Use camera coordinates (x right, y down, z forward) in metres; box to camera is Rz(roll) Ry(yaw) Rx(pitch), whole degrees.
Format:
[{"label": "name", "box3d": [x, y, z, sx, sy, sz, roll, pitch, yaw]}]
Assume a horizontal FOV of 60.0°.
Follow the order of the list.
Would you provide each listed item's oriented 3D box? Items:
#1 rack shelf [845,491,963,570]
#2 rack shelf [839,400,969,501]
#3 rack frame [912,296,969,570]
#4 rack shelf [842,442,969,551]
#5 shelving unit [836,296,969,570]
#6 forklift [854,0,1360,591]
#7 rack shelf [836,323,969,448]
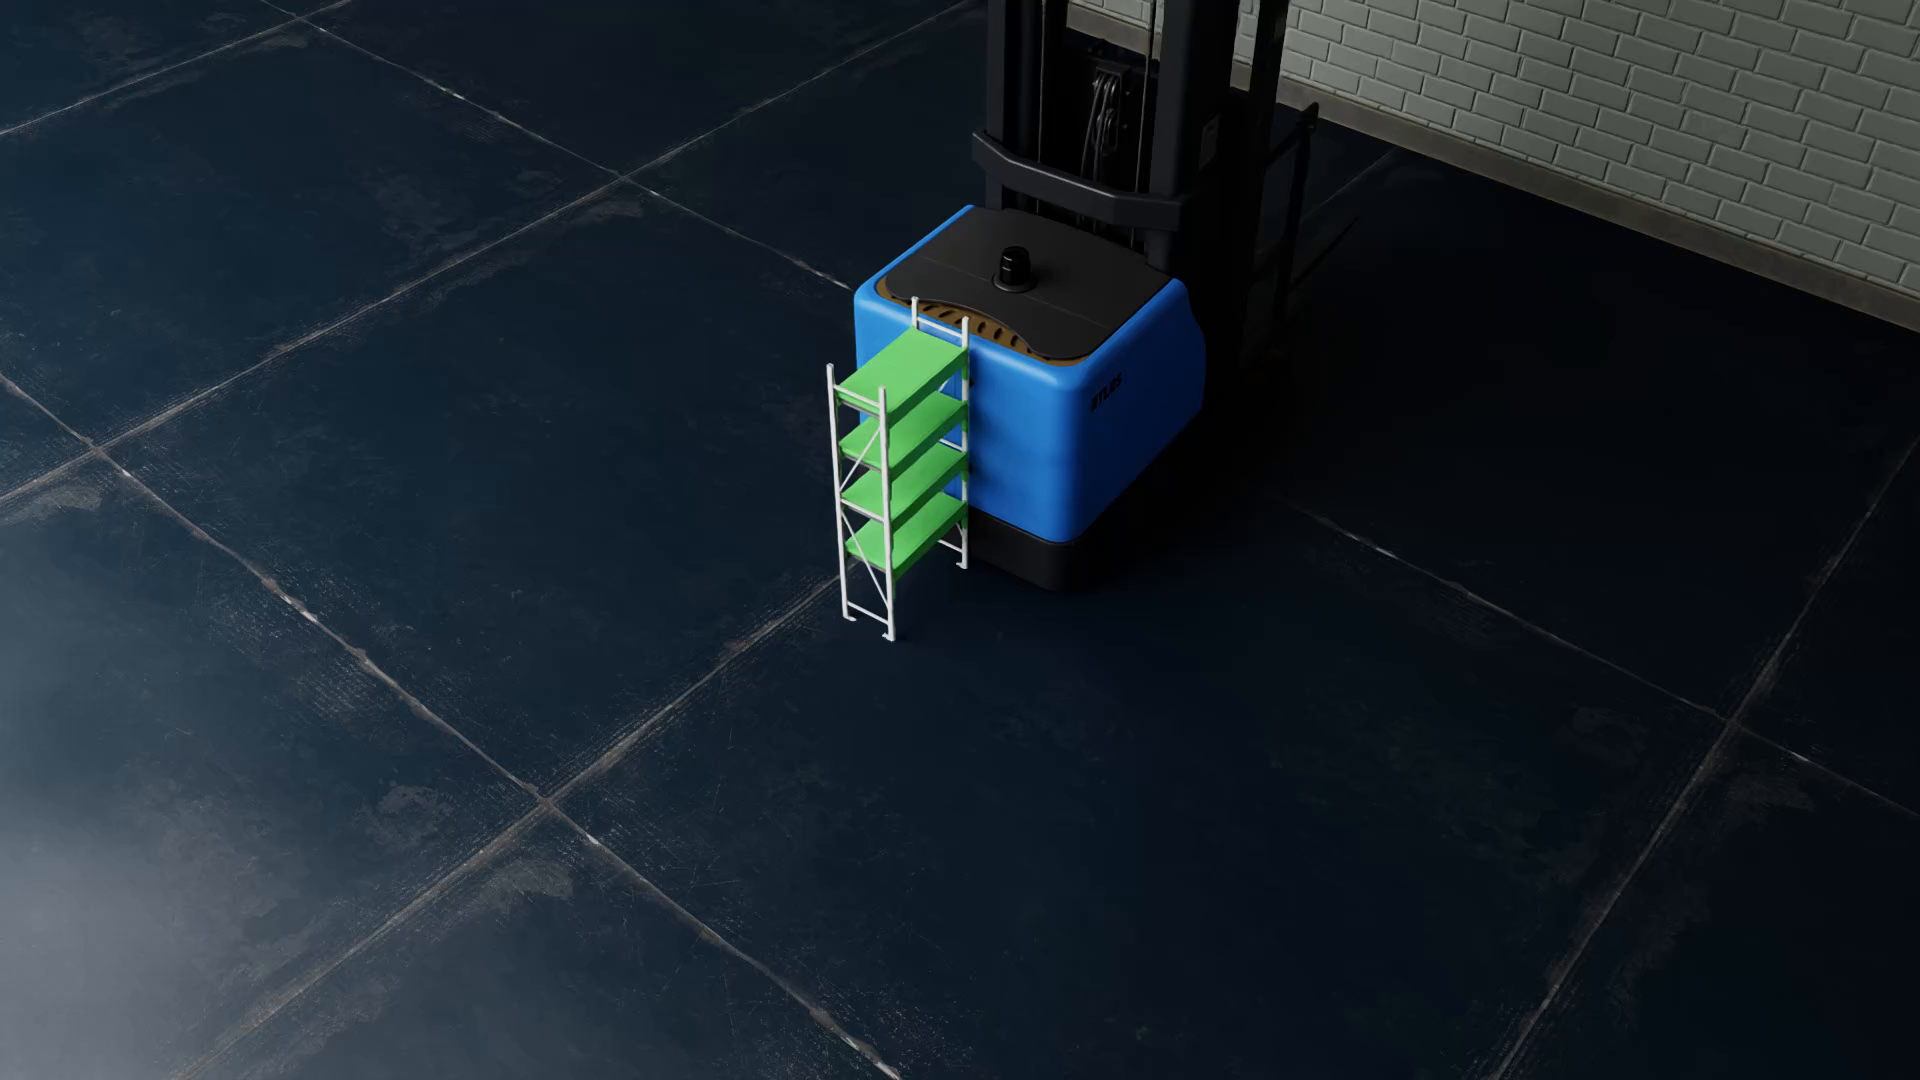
[{"label": "rack shelf", "box3d": [-0.209, -0.054, 6.290, 0.221, 0.021, 0.457, 25, 48, 25]}, {"label": "rack shelf", "box3d": [-0.209, -0.370, 6.003, 0.258, 0.148, 0.480, 25, 48, 25]}, {"label": "rack frame", "box3d": [-0.070, -0.374, 6.270, 0.240, 1.200, 0.015, 25, 48, 25]}, {"label": "rack shelf", "box3d": [-0.209, -0.192, 6.165, 0.258, 0.148, 0.480, 25, 48, 25]}, {"label": "shelving unit", "box3d": [-0.205, -0.243, 6.125, 0.258, 1.200, 0.492, 25, 48, 25]}, {"label": "forklift", "box3d": [0.839, -1.843, 6.598, 1.130, 2.935, 3.031, 25, 48, 25]}, {"label": "rack shelf", "box3d": [-0.209, -0.547, 5.842, 0.258, 0.148, 0.480, 25, 48, 25]}]
